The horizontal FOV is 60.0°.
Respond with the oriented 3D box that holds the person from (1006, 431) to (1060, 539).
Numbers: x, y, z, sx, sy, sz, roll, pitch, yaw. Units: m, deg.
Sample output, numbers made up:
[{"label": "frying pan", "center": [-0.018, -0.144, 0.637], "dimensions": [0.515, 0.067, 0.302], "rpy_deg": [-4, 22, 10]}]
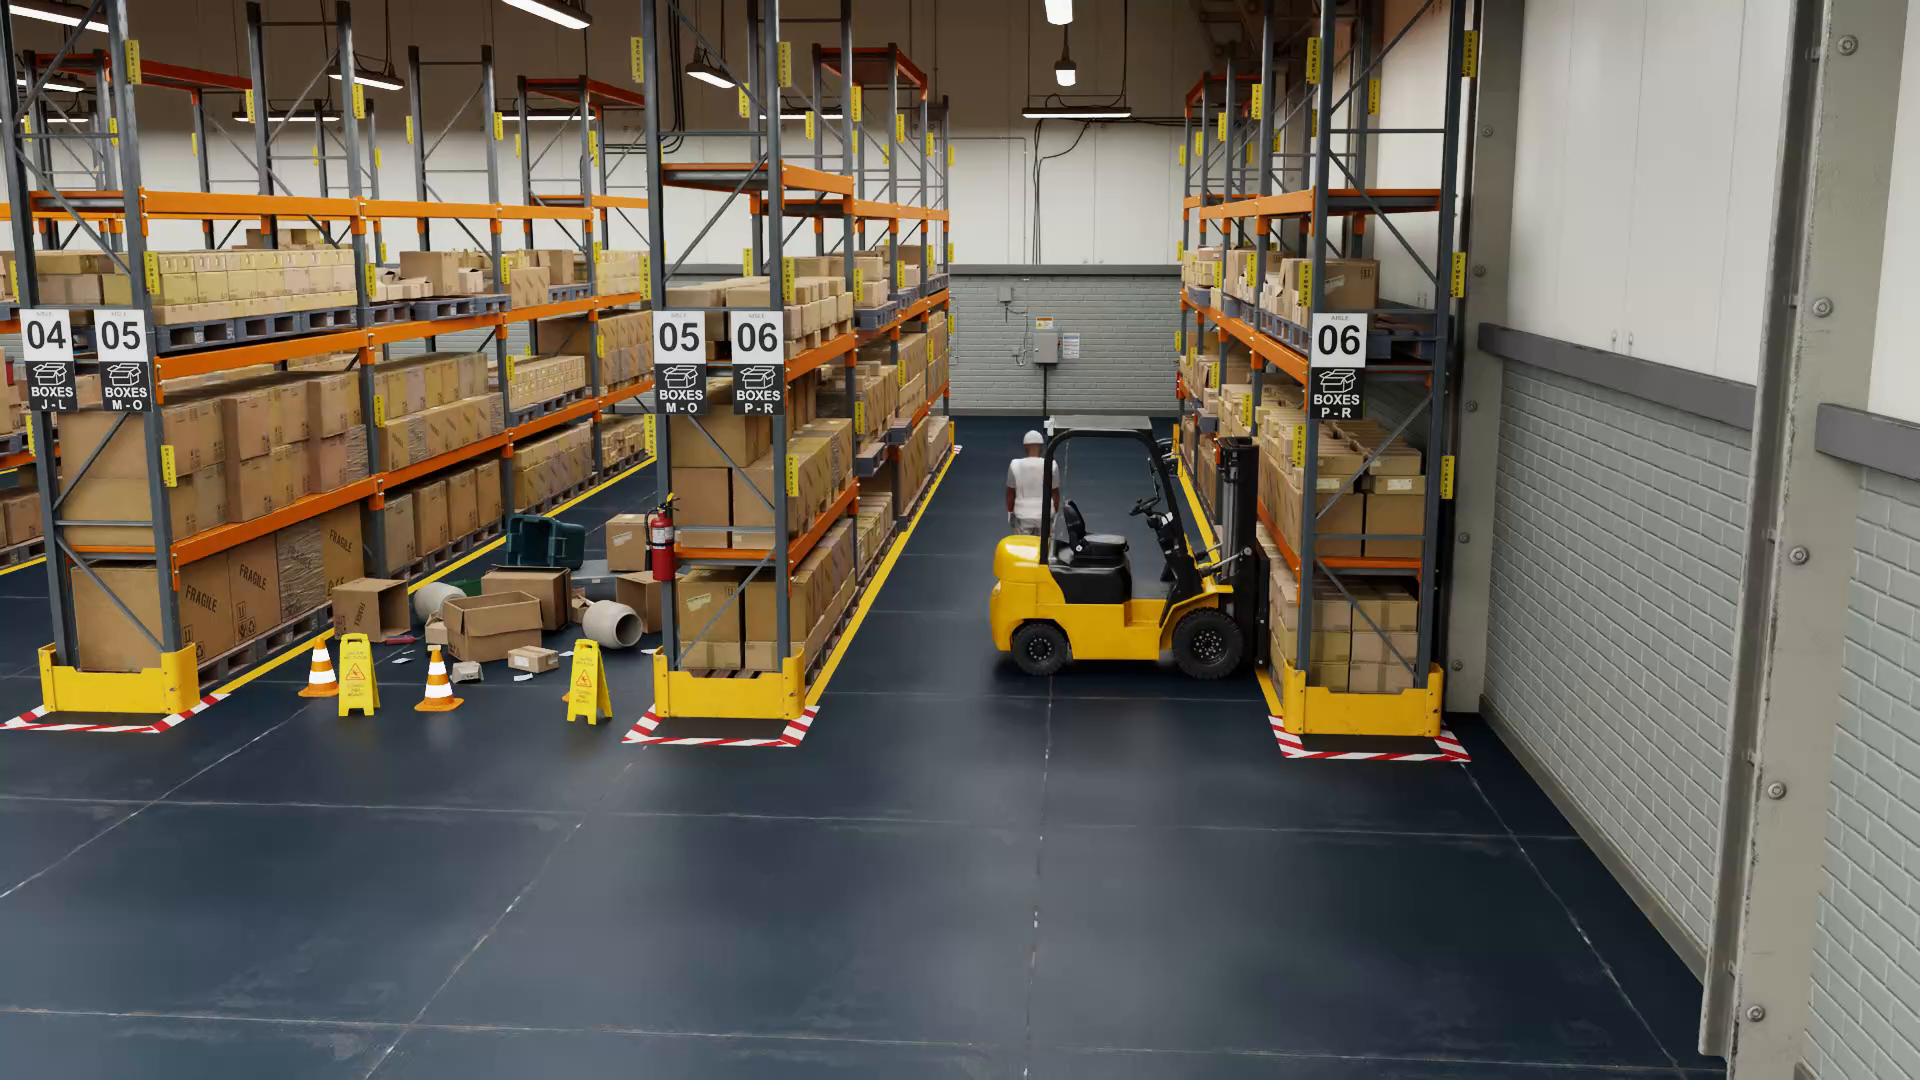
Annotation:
[{"label": "person", "center": [0.753, -0.241, 17.191], "dimensions": [0.553, 1.769, 0.373], "rpy_deg": [1, 11, 5]}]
